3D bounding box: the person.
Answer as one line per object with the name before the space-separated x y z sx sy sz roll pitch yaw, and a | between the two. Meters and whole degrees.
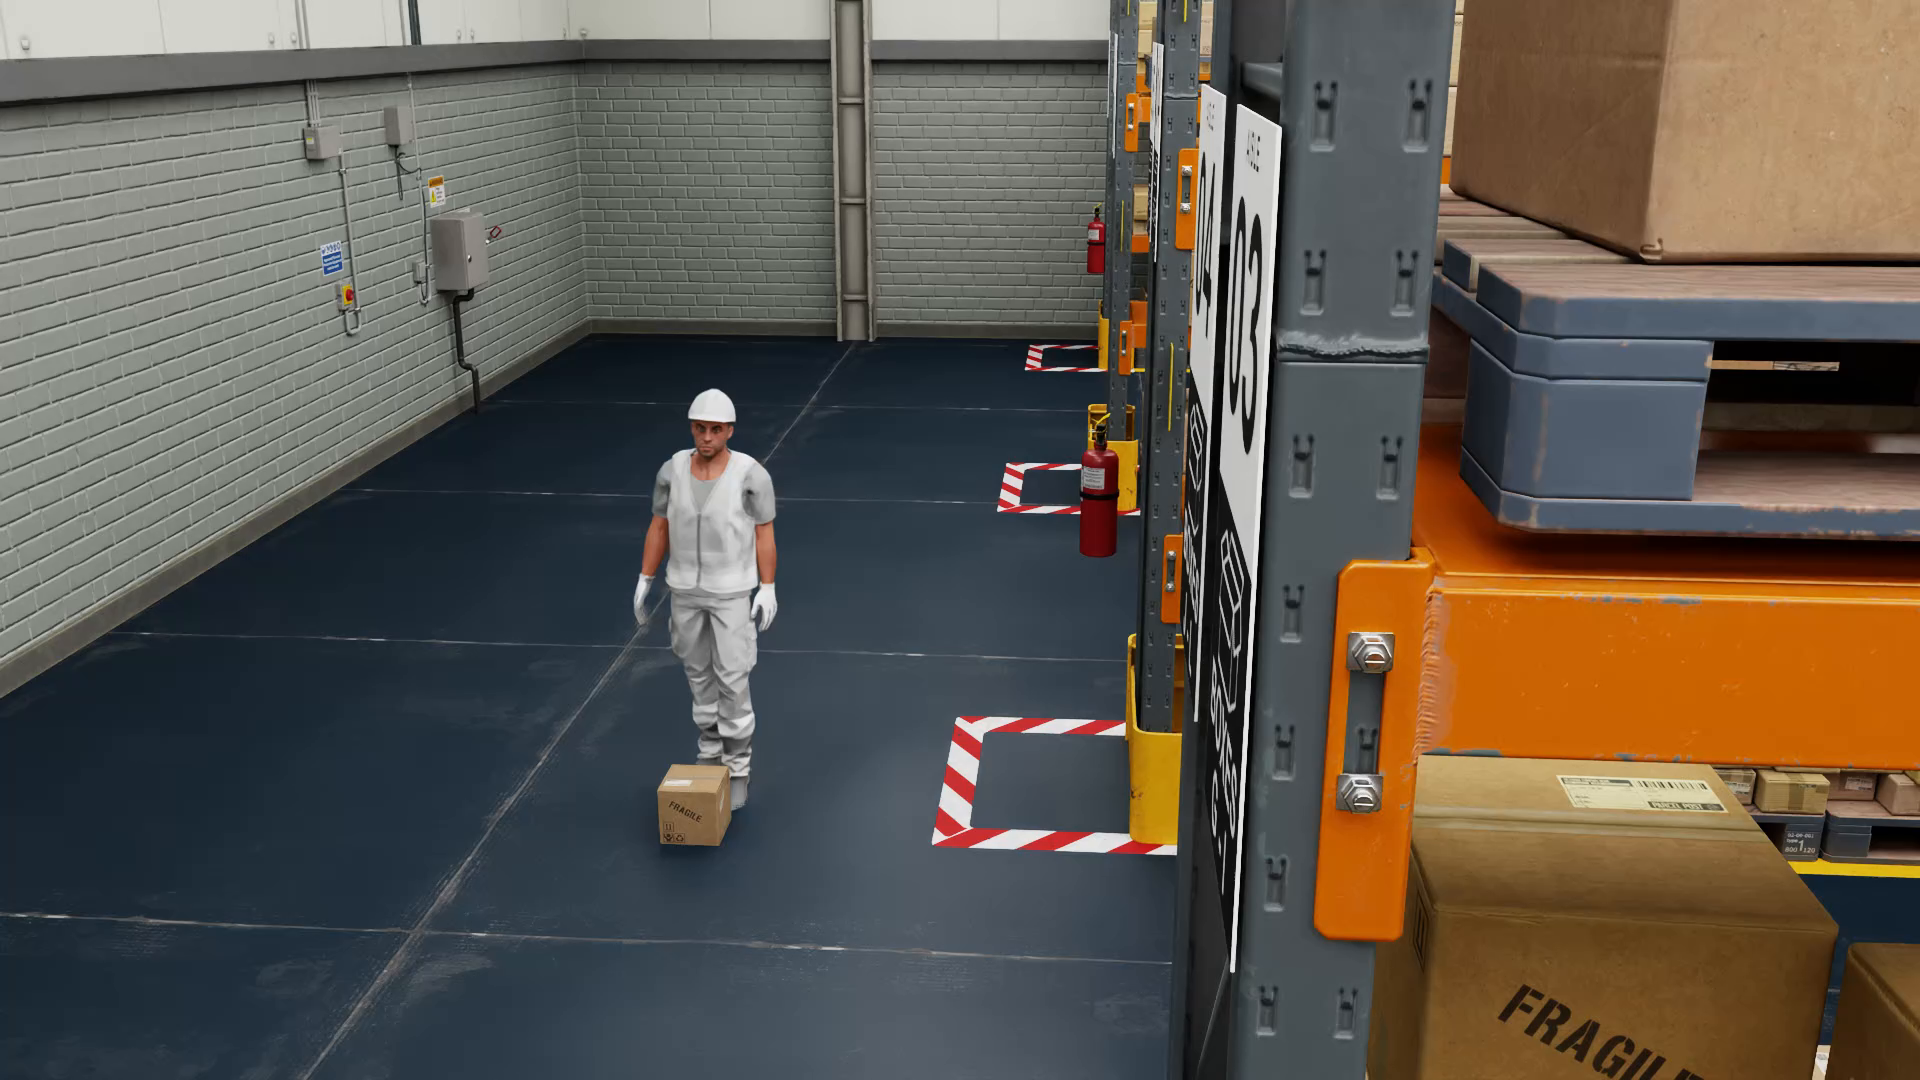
person | -1.120 0.260 7.212 0.609 1.834 0.448 4 18 14
